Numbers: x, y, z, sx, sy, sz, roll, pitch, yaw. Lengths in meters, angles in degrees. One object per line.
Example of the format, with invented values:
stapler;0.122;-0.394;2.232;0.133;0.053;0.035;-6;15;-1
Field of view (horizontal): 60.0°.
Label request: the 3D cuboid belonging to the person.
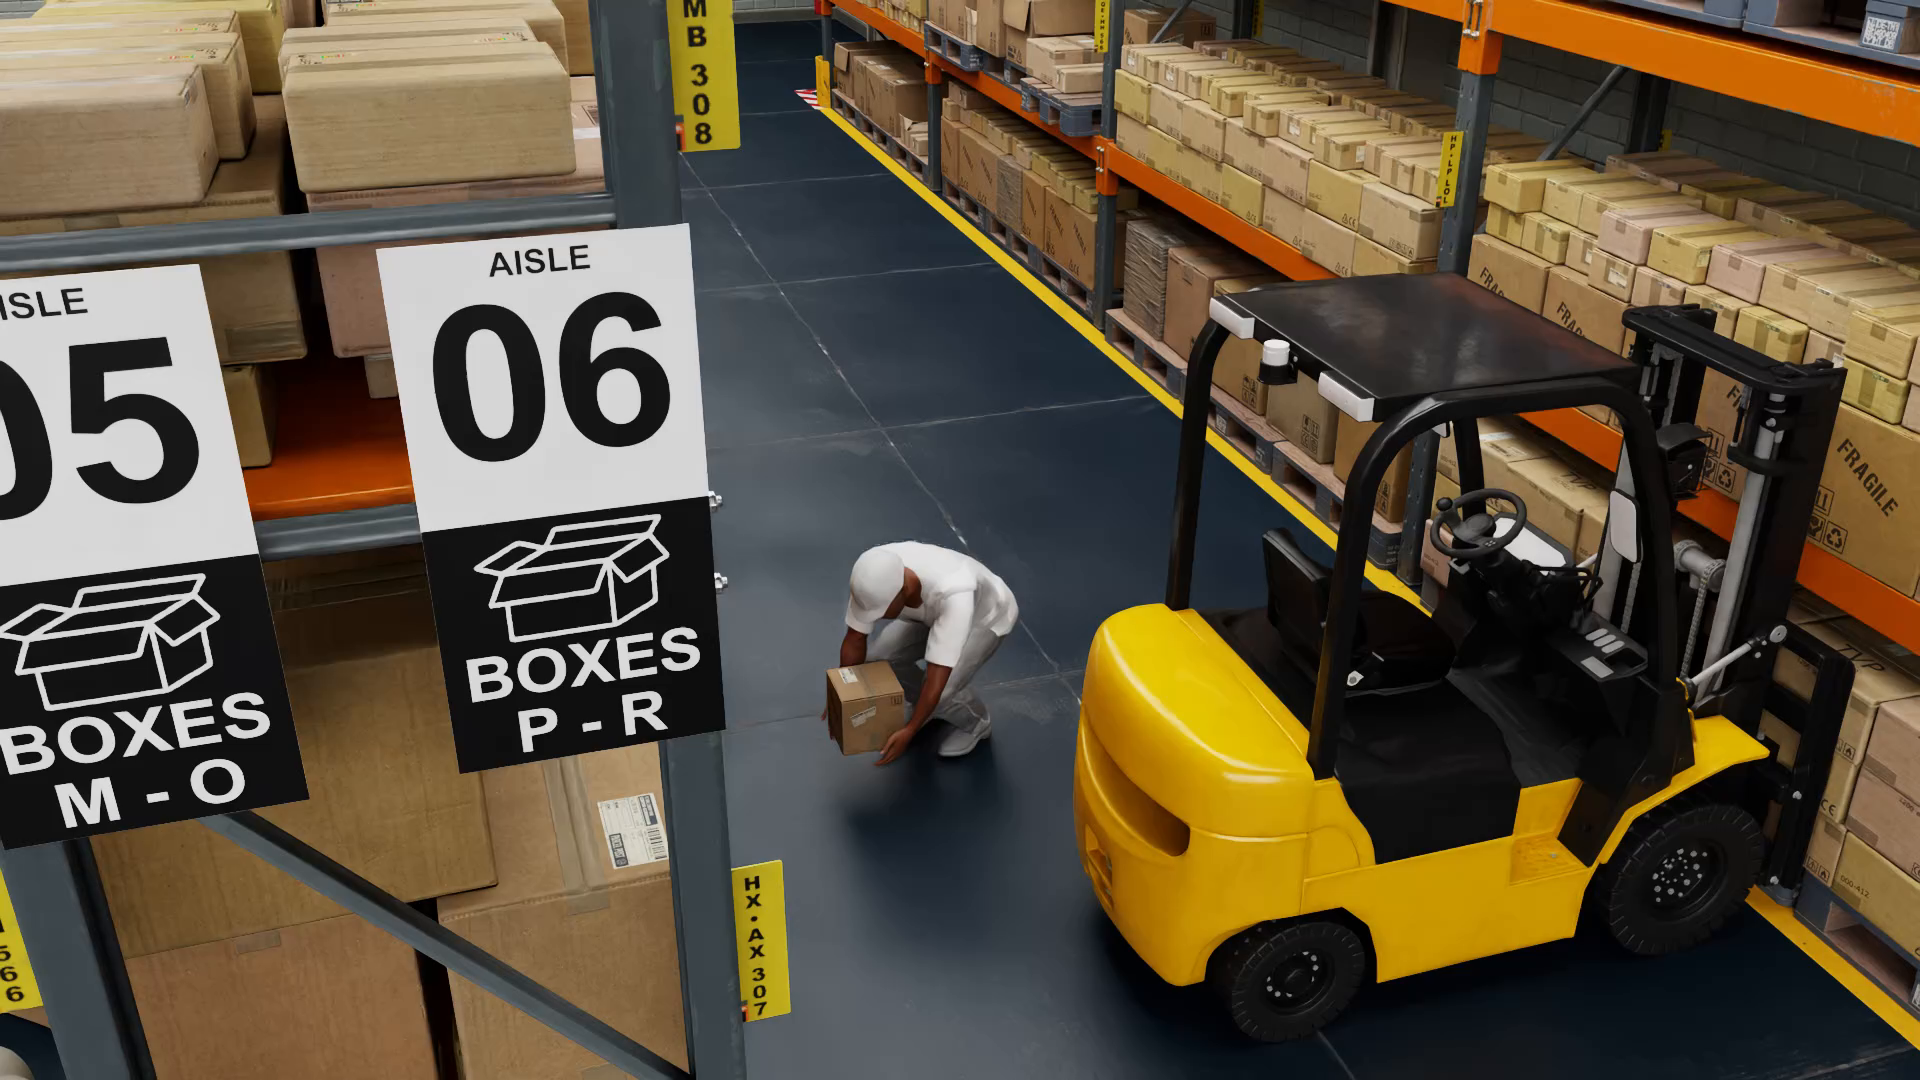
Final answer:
person;-0.126;0.397;6.622;0.583;1.029;0.889;22;34;38
